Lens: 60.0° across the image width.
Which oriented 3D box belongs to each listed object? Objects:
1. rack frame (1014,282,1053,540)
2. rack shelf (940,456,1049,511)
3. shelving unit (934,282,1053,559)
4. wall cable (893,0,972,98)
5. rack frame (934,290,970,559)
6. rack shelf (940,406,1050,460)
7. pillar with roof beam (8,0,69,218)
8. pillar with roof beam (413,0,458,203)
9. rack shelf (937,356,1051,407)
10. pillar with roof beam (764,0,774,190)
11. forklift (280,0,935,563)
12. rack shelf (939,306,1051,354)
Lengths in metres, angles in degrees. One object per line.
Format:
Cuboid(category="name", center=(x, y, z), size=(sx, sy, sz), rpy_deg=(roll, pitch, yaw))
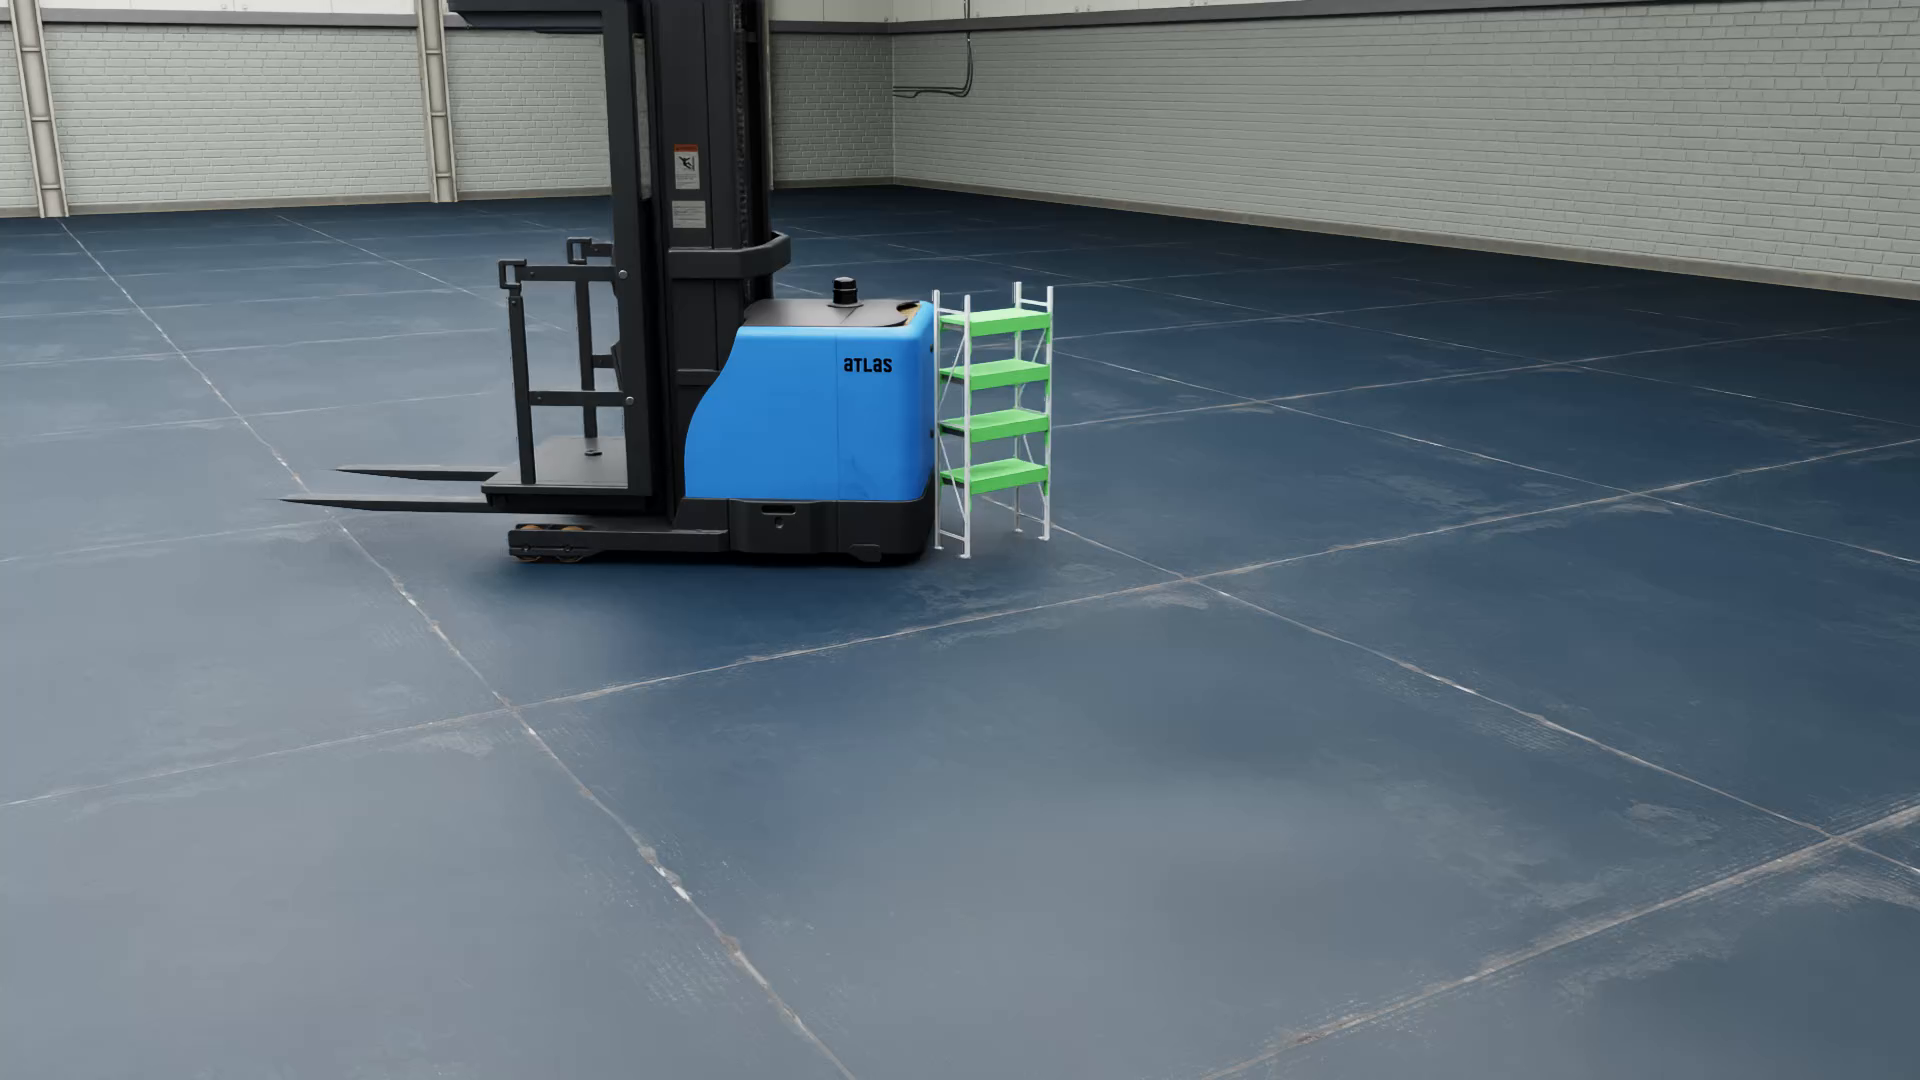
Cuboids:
Cuboid(category="rack frame", center=(0.342, -0.602, 7.834), size=(0.015, 1.200, 0.240), rpy_deg=(-12, 20, -37))
Cuboid(category="rack shelf", center=(0.153, -0.268, 7.767), size=(0.480, 0.148, 0.258), rpy_deg=(-12, 20, -37))
Cuboid(category="shelving unit", center=(0.153, -0.560, 7.685), size=(0.503, 1.200, 0.258), rpy_deg=(-12, 20, -37))
Cuboid(category="wall cable", center=(-0.603, -9.647, 31.406), size=(0.112, 2.526, 3.097), rpy_deg=(-9, 18, -30))
Cuboid(category="rack frame", center=(-0.036, -0.519, 7.537), size=(0.015, 1.200, 0.240), rpy_deg=(-12, 20, -37))
Cuboid(category="rack shelf", center=(0.153, -0.499, 7.703), size=(0.480, 0.148, 0.258), rpy_deg=(-12, 20, -37))
Cuboid(category="pillar with roof beam", center=(-11.879, -8.375, 21.114), size=(0.400, 9.000, 9.100), rpy_deg=(-9, 18, -30))
Cuboid(category="pillar with roof beam", center=(-6.736, -9.209, 24.089), size=(0.400, 9.000, 9.100), rpy_deg=(-9, 18, -30))
Cuboid(category="rack shelf", center=(0.153, -0.730, 7.638), size=(0.480, 0.148, 0.258), rpy_deg=(-12, 20, -37))
Cuboid(category="pillar with roof beam", center=(-1.593, -10.043, 27.065), size=(0.400, 9.000, 9.100), rpy_deg=(-9, 18, -30))
Cuboid(category="forklift", center=(-1.642, -1.447, 7.643), size=(3.031, 2.935, 1.130), rpy_deg=(1, 16, 4))
Cuboid(category="rack shelf", center=(0.153, -0.961, 7.573), size=(0.480, 0.148, 0.258), rpy_deg=(-12, 20, -37))
